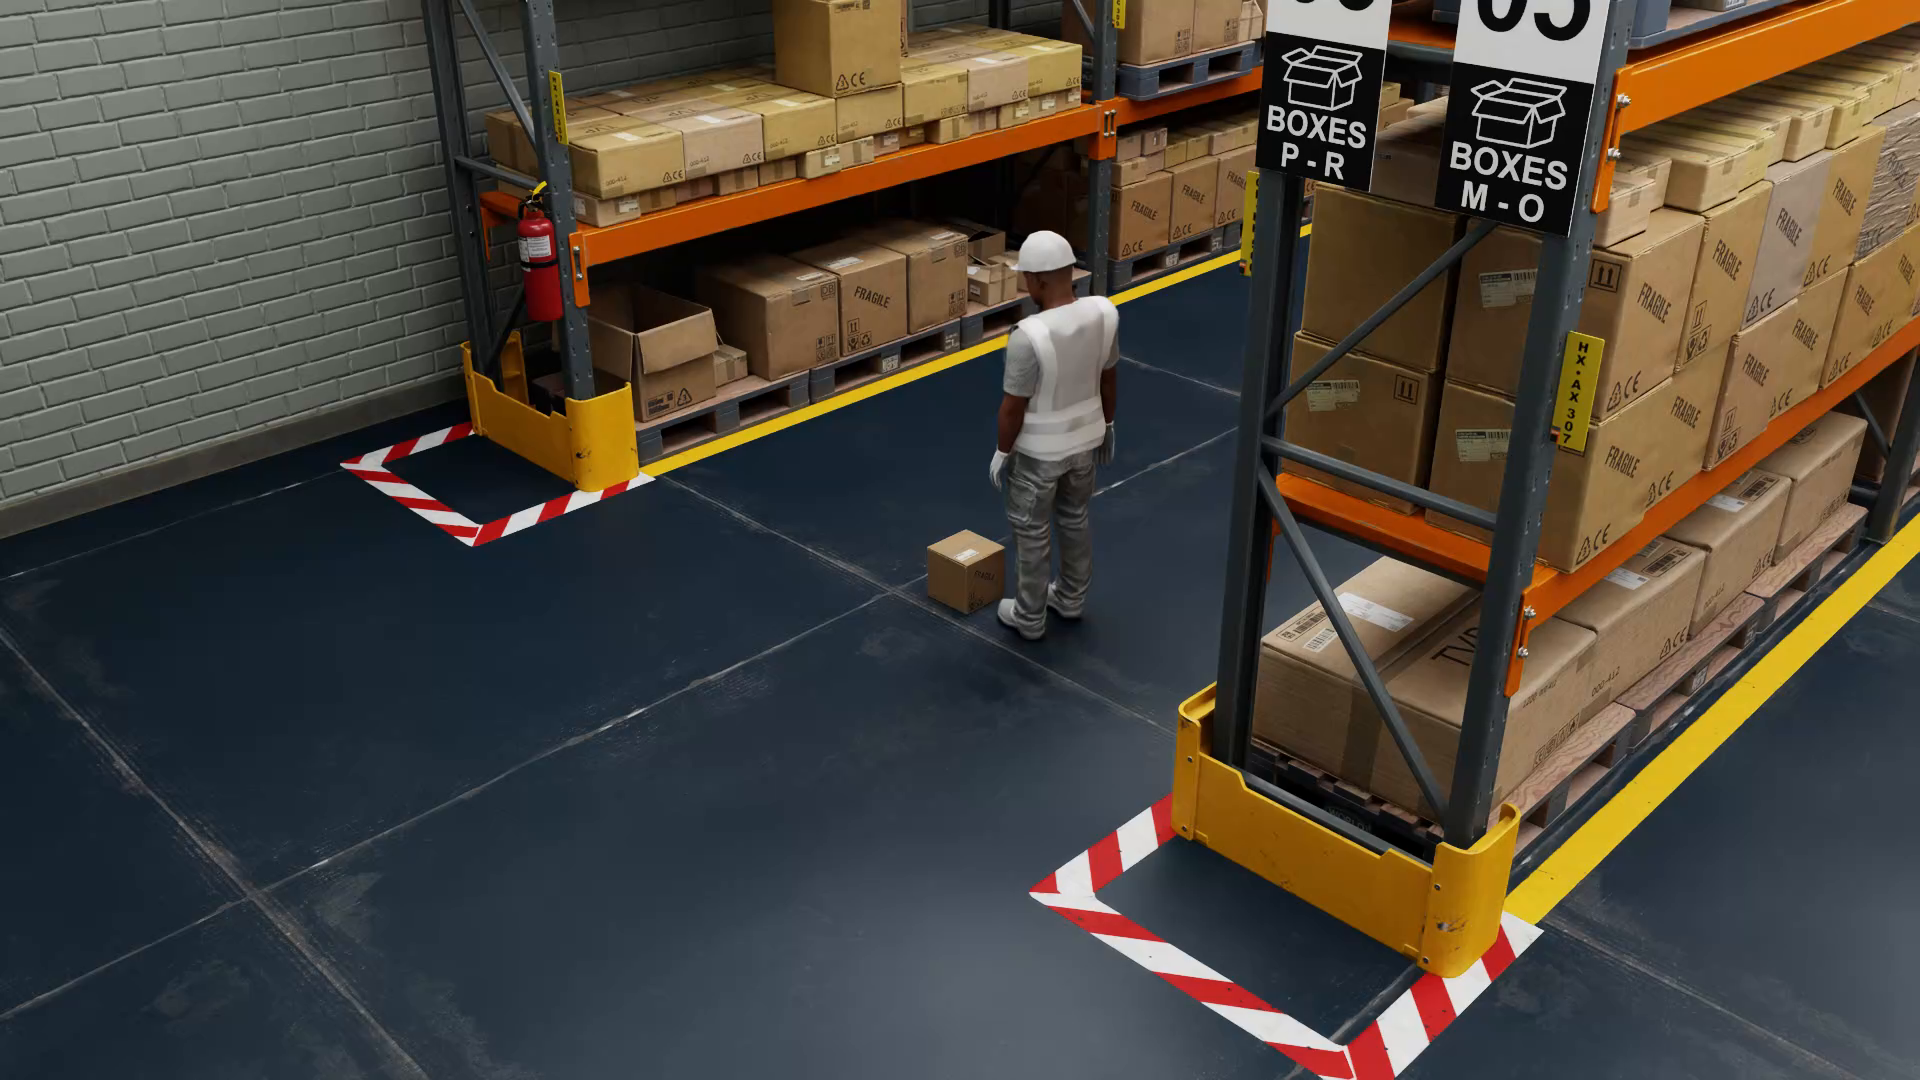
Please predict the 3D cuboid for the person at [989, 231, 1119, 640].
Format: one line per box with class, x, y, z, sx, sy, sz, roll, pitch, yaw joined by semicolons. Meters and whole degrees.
person;0.340;-0.414;6.849;0.579;1.786;0.477;-20;33;-33
